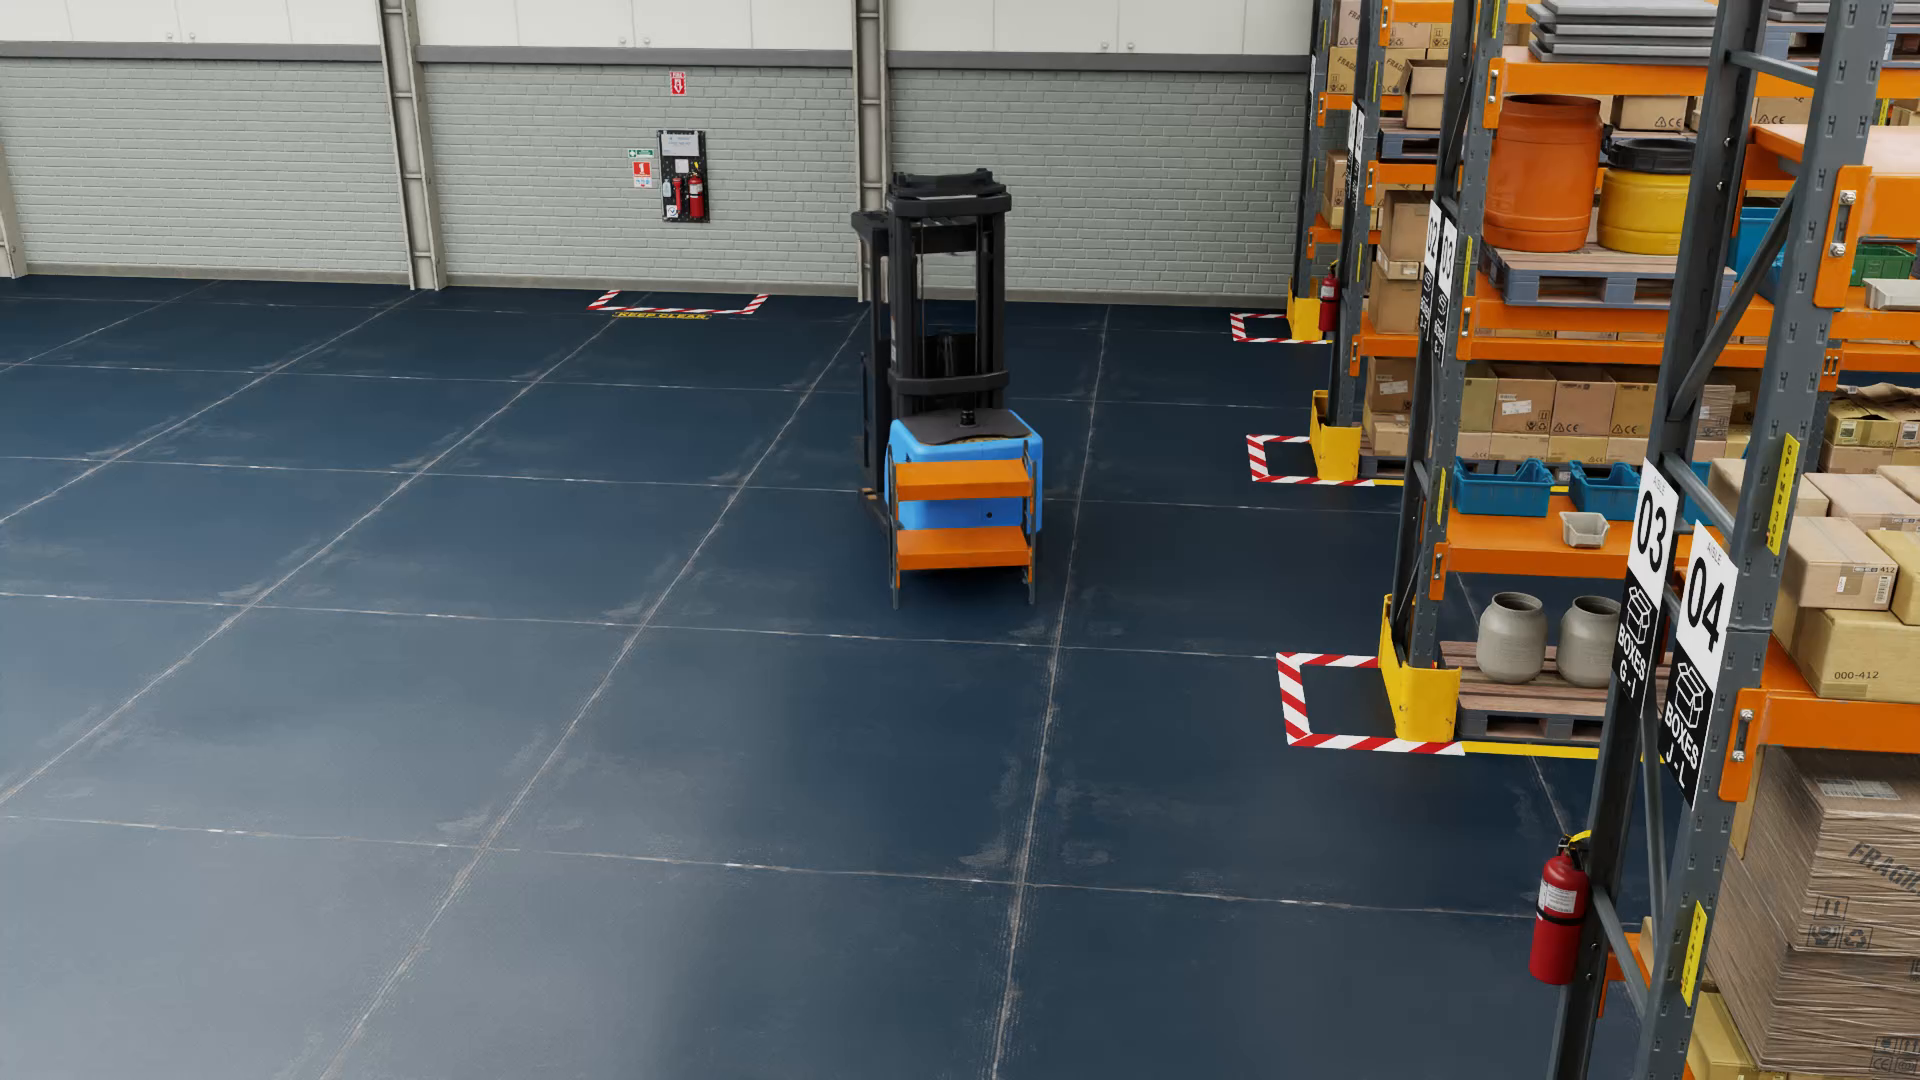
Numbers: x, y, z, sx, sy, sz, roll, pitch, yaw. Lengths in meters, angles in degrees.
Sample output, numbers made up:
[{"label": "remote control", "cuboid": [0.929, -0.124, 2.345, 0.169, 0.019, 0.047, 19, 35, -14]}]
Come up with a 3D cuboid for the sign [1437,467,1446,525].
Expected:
[{"label": "sign", "cuboid": [2.835, -0.258, 9.797, 0.005, 0.325, 0.100, 2, 22, 6]}]

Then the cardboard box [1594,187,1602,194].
[{"label": "cardboard box", "cuboid": [7.040, -3.990, 18.768, 0.500, 0.500, 0.500, 2, 22, 6]}]

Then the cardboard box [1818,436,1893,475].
[{"label": "cardboard box", "cuboid": [7.834, -0.774, 14.647, 0.500, 0.250, 0.500, 2, 22, 5]}]

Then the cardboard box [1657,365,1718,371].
[{"label": "cardboard box", "cuboid": [6.542, -1.384, 15.169, 0.500, 0.500, 0.500, 2, 22, 6]}]

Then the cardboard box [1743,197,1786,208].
[{"label": "cardboard box", "cuboid": [7.022, -2.632, 14.277, 0.500, 0.500, 0.700, 3, 22, 7]}]

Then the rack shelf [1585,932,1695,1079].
[{"label": "rack shelf", "cuboid": [4.307, 1.899, 5.695, 4.000, 0.370, 1.077, 2, 22, 6]}]

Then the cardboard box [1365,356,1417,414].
[{"label": "cardboard box", "cuboid": [4.058, -1.489, 15.436, 0.500, 0.500, 0.500, 2, 22, 6]}]

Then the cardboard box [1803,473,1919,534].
[{"label": "cardboard box", "cuboid": [2.878, -0.080, 5.305, 0.250, 0.149, 0.380, 2, 22, 5]}]

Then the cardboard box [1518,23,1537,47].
[{"label": "cardboard box", "cuboid": [6.447, -5.651, 18.212, 0.500, 0.500, 0.500, 2, 22, 4]}]

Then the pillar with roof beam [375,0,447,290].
[{"label": "pillar with roof beam", "cuboid": [-7.556, -5.970, 16.461, 0.400, 9.000, 9.100, 2, 22, 6]}]

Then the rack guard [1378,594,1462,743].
[{"label": "rack guard", "cuboid": [2.985, 0.818, 10.850, 0.348, 0.500, 1.175, 2, 22, 6]}]

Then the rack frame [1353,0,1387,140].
[{"label": "rack frame", "cuboid": [3.491, -4.929, 13.826, 0.127, 3.000, 1.000, 2, 22, 6]}]

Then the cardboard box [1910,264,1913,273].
[{"label": "cardboard box", "cuboid": [10.735, -3.052, 19.021, 0.500, 0.250, 0.500, 3, 22, 7]}]

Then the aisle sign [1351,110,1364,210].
[{"label": "aisle sign", "cuboid": [3.389, -3.239, 14.176, 0.004, 0.787, 0.394, 2, 22, 6]}]

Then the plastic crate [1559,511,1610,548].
[{"label": "plastic crate", "cuboid": [3.755, -0.052, 10.009, 0.250, 0.136, 0.298, 2, 22, 6]}]

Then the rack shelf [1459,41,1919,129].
[{"label": "rack shelf", "cuboid": [4.890, -2.513, 9.239, 4.000, 0.370, 1.077, 2, 22, 6]}]

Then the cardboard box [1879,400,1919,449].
[{"label": "cardboard box", "cuboid": [8.340, -1.011, 14.482, 0.500, 0.311, 0.500, 2, 22, 6]}]

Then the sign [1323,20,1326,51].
[{"label": "sign", "cuboid": [4.006, -5.551, 18.291, 0.005, 0.325, 0.100, 2, 22, 6]}]

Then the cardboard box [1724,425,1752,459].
[{"label": "cardboard box", "cuboid": [6.977, -0.822, 14.769, 0.500, 0.250, 0.500, 2, 22, 6]}]

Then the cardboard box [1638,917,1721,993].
[{"label": "cardboard box", "cuboid": [2.628, 1.532, 5.987, 0.250, 0.149, 0.380, 2, 22, 6]}]

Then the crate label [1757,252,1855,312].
[{"label": "crate label", "cuboid": [4.724, -1.455, 9.321, 0.408, 0.251, 0.502, 2, 22, 6]}]

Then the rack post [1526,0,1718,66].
[{"label": "rack post", "cuboid": [3.640, -2.809, 9.144, 0.954, 0.300, 0.937, 5, 22, 12]}]

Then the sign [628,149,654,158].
[{"label": "sign", "cuboid": [-4.074, -4.935, 21.232, 0.331, 0.109, 0.001, 2, 22, 6]}]

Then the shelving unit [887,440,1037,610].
[{"label": "shelving unit", "cuboid": [0.008, -0.116, 12.363, 1.048, 1.125, 0.538, -2, 22, -6]}]

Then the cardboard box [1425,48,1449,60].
[{"label": "cardboard box", "cuboid": [5.418, -5.235, 18.519, 0.500, 0.500, 0.500, 4, 22, 9]}]

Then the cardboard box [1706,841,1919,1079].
[{"label": "cardboard box", "cuboid": [2.864, 1.327, 5.623, 0.500, 0.500, 0.875, 2, 22, 6]}]

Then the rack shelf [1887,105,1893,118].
[{"label": "rack shelf", "cuboid": [10.028, -4.748, 18.429, 4.000, 0.370, 1.077, 2, 22, 6]}]

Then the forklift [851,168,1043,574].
[{"label": "forklift", "cuboid": [-0.253, -1.616, 13.701, 1.130, 2.935, 3.031, -6, 22, -15]}]

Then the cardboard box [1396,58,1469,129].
[{"label": "cardboard box", "cuboid": [4.061, -3.816, 14.189, 0.637, 0.503, 0.797, 4, 22, 10]}]

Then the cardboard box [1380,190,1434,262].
[{"label": "cardboard box", "cuboid": [4.005, -2.761, 14.604, 0.500, 0.500, 0.700, 3, 22, 6]}]

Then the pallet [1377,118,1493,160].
[{"label": "pallet", "cuboid": [4.190, -3.452, 14.293, 1.213, 0.211, 1.003, 2, 22, 6]}]

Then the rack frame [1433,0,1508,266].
[{"label": "rack frame", "cuboid": [2.904, -3.120, 9.252, 0.127, 3.000, 1.000, 2, 22, 6]}]

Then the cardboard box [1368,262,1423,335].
[{"label": "cardboard box", "cuboid": [3.953, -2.160, 14.848, 0.500, 0.500, 0.700, 3, 22, 6]}]

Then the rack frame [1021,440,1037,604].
[{"label": "rack frame", "cuboid": [0.514, -0.135, 12.412, 0.032, 1.125, 0.500, -2, 22, -6]}]

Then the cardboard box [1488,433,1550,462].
[{"label": "cardboard box", "cuboid": [4.990, -0.909, 14.987, 0.500, 0.250, 0.500, 2, 22, 6]}]

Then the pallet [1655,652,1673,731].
[{"label": "pallet", "cuboid": [4.999, 1.043, 10.673, 1.213, 0.211, 1.003, 2, 22, 6]}]

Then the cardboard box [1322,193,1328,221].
[{"label": "cardboard box", "cuboid": [4.557, -3.938, 19.656, 0.500, 0.250, 0.500, 3, 22, 7]}]

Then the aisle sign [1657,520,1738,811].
[{"label": "aisle sign", "cuboid": [2.224, 0.376, 5.033, 0.004, 0.787, 0.394, 2, 22, 6]}]

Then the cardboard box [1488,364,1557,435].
[{"label": "cardboard box", "cuboid": [4.992, -1.262, 14.860, 0.500, 0.500, 0.500, 2, 22, 6]}]

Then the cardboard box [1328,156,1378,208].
[{"label": "cardboard box", "cuboid": [4.509, -4.105, 19.061, 0.500, 0.500, 0.500, 3, 22, 6]}]

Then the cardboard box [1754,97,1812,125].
[{"label": "cardboard box", "cuboid": [6.994, -3.786, 14.117, 0.500, 0.500, 0.500, 4, 22, 11]}]

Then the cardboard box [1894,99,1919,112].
[{"label": "cardboard box", "cuboid": [8.071, -3.794, 13.649, 0.500, 0.500, 0.500, 3, 22, 7]}]

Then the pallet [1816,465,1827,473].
[{"label": "pallet", "cuboid": [8.199, -0.651, 14.960, 1.213, 0.211, 1.003, 2, 22, 6]}]

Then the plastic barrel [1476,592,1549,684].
[{"label": "plastic barrel", "cuboid": [3.567, 0.632, 10.734, 0.421, 0.512, 0.421, 0, 22, 0]}]

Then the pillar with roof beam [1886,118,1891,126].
[{"label": "pillar with roof beam", "cuboid": [10.319, -5.191, 14.491, 0.400, 9.000, 9.100, 2, 22, 6]}]

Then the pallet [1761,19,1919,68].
[{"label": "pallet", "cuboid": [4.839, -2.751, 9.119, 1.213, 0.211, 1.003, 2, 22, 6]}]

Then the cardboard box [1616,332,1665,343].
[{"label": "cardboard box", "cuboid": [5.999, -2.073, 14.626, 0.500, 0.500, 0.700, 3, 22, 7]}]
